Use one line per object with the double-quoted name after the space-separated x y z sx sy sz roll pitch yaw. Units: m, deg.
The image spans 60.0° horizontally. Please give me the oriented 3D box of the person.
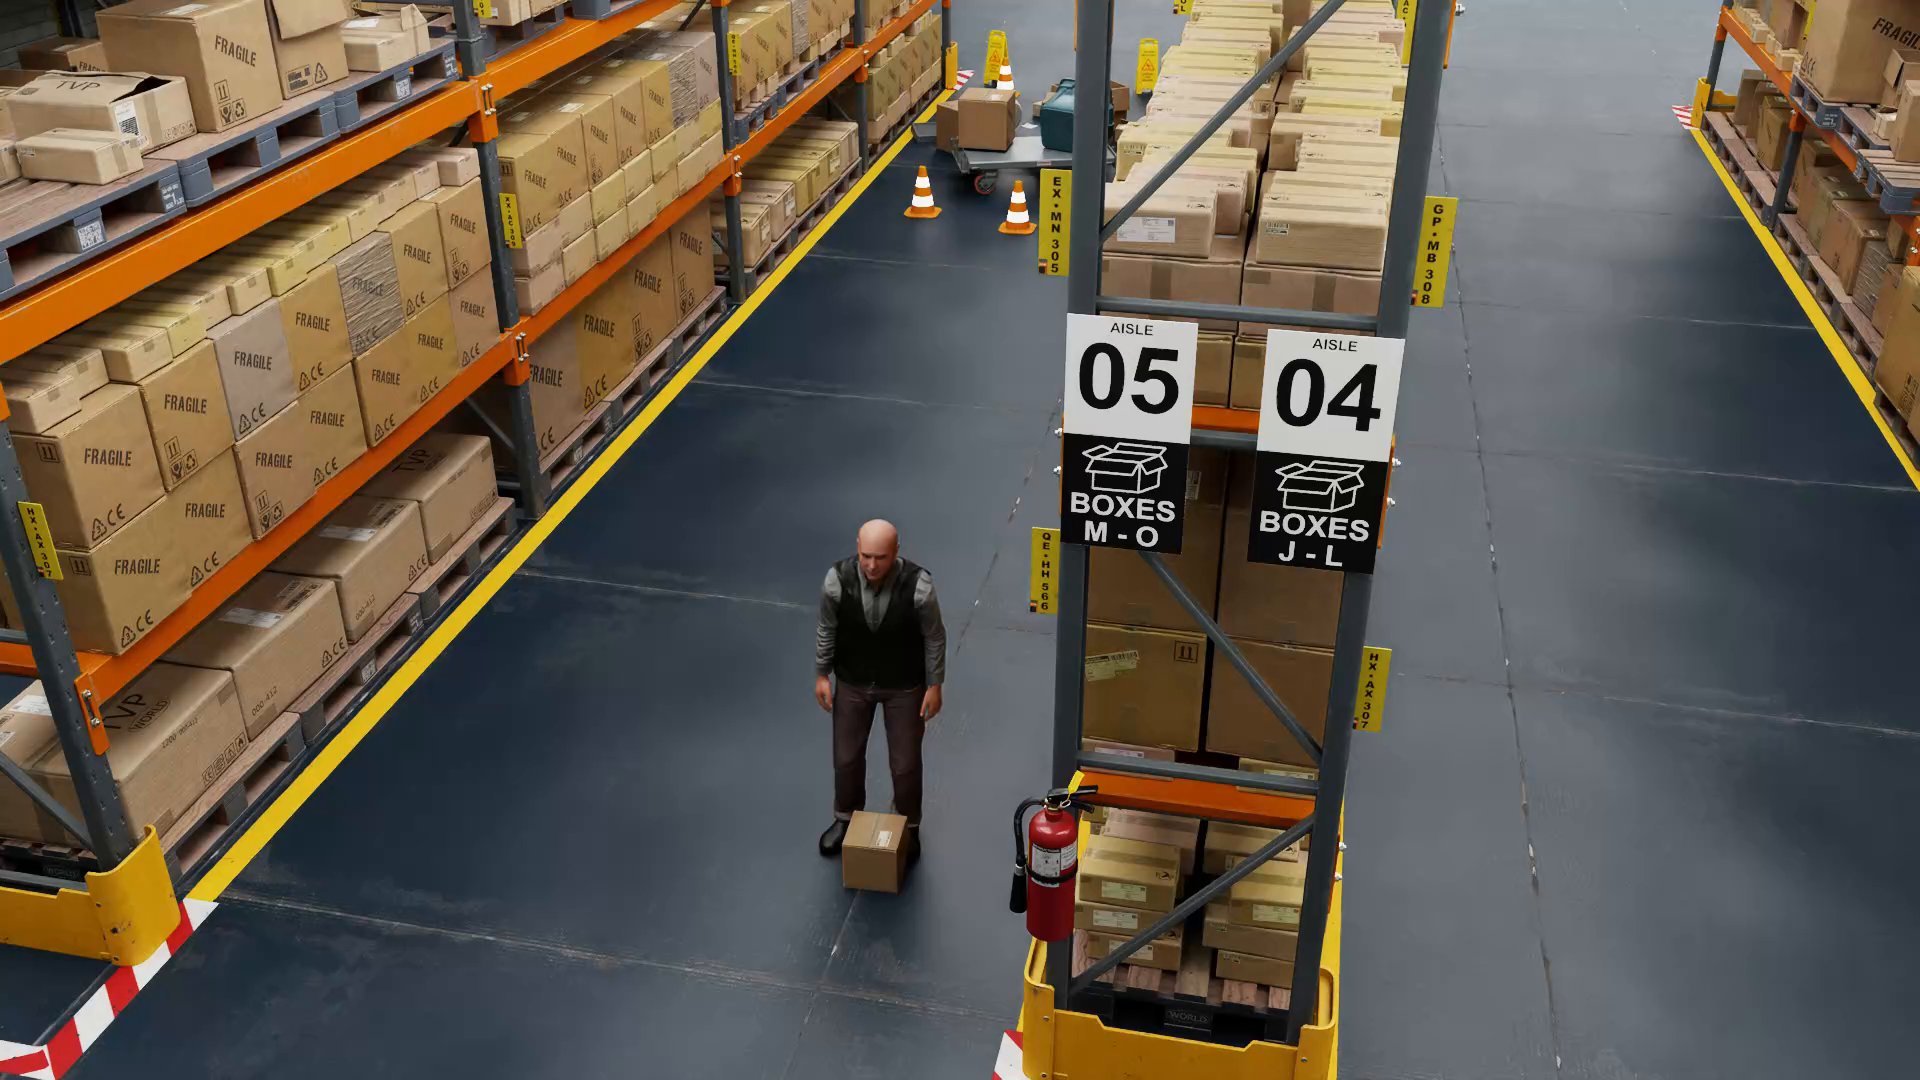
-0.354 0.687 7.496 0.588 1.617 0.411 5 29 8 "person"
